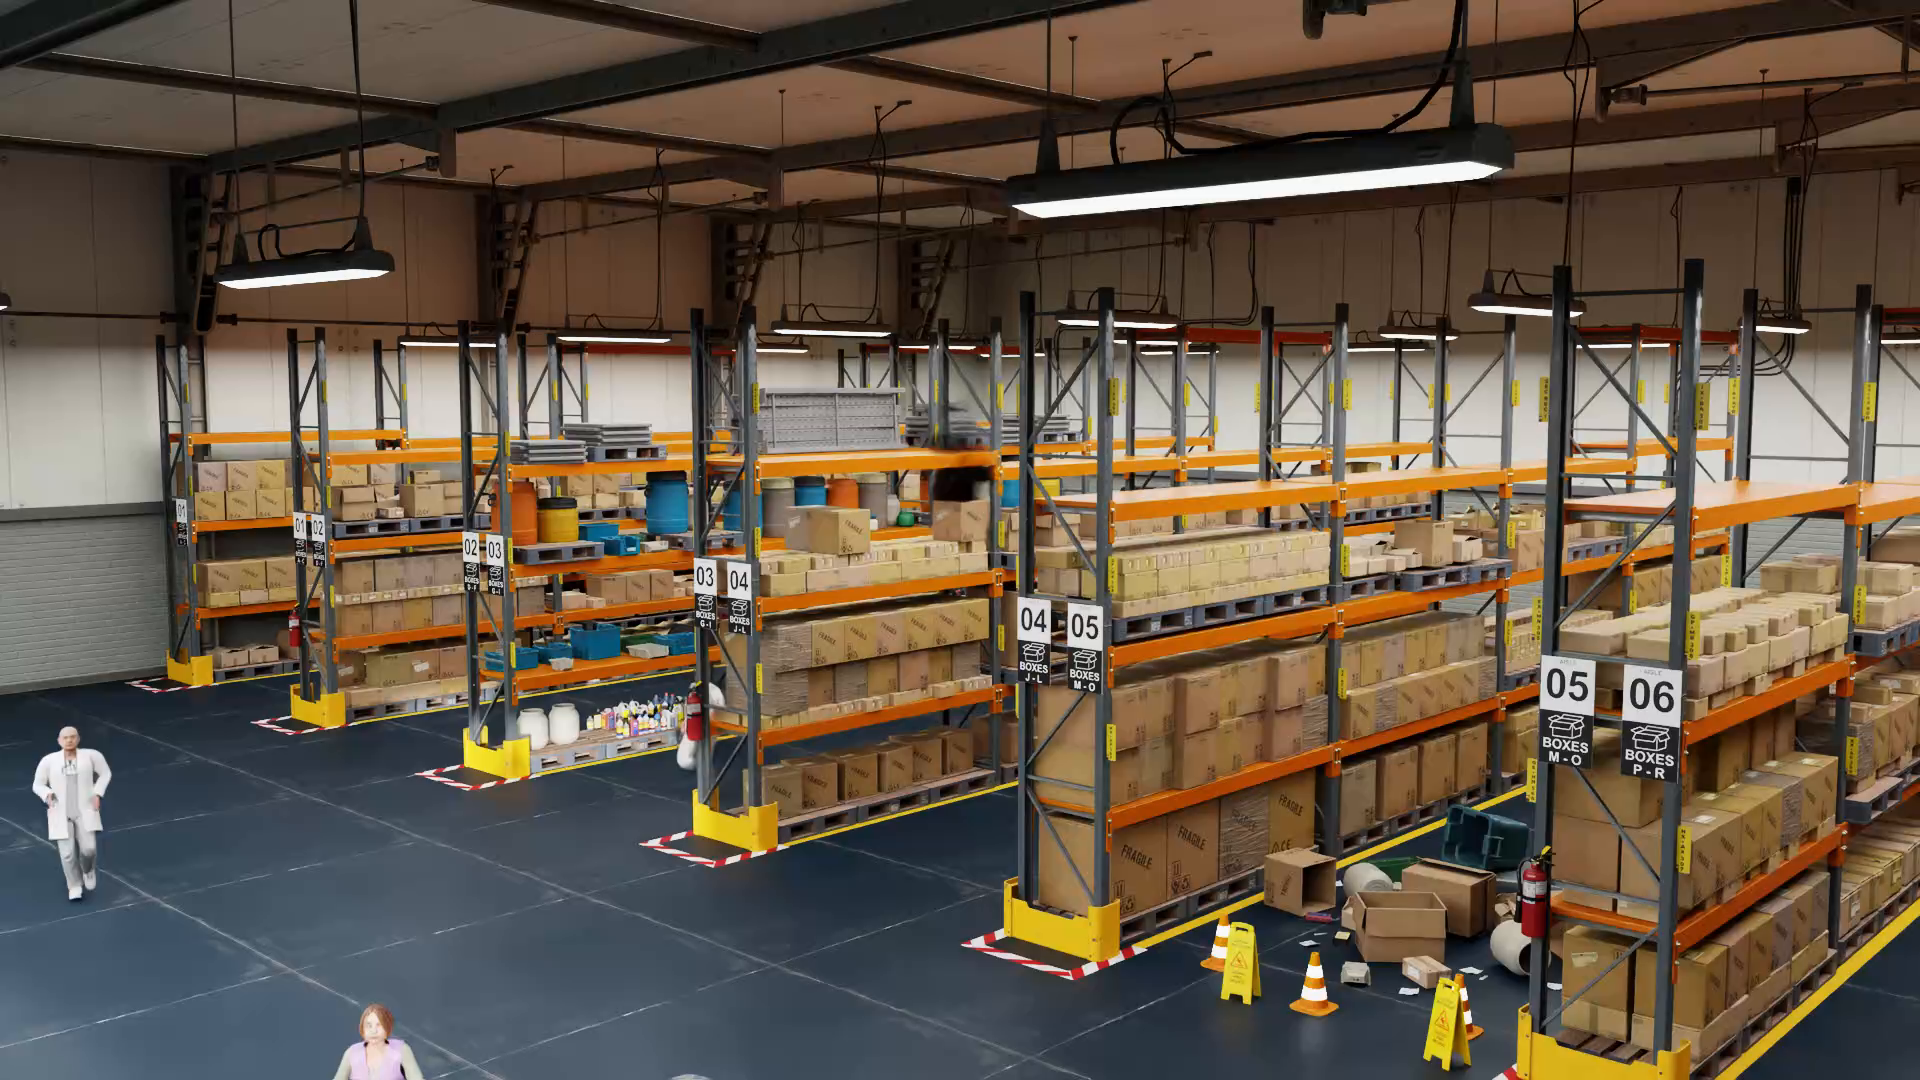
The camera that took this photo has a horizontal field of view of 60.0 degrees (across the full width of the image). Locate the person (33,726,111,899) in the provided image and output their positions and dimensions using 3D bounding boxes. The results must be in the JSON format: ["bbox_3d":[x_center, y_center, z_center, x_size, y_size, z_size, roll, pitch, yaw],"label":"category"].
[{"bbox_3d":[-8.875,2.734,16.653,0.703,1.729,0.651,-3,6,-27],"label":"person"}]

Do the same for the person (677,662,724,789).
[{"bbox_3d":[-3.244,2.362,20.628,0.664,1.729,0.590,4,6,33],"label":"person"}]

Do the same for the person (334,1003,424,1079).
[{"bbox_3d":[-3.420,3.476,9.768,0.540,1.551,0.637,-1,6,-14],"label":"person"}]
